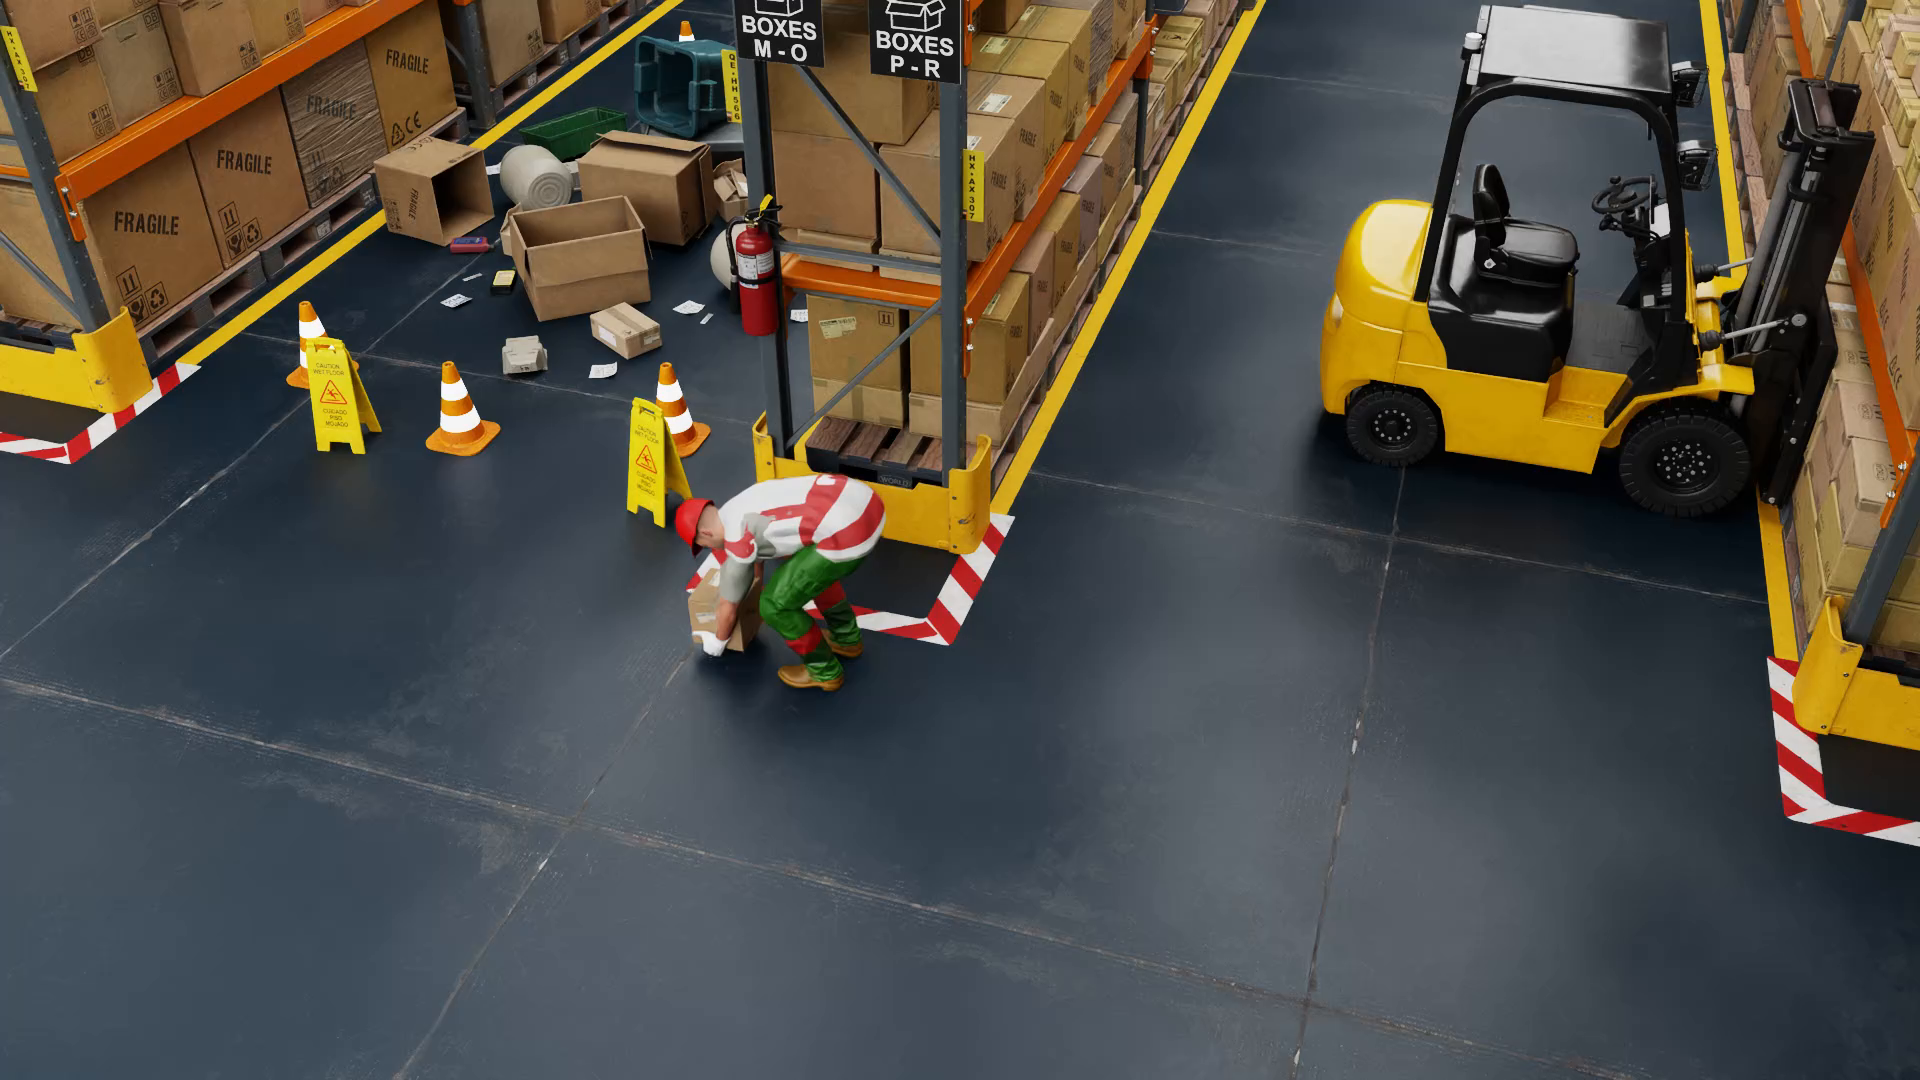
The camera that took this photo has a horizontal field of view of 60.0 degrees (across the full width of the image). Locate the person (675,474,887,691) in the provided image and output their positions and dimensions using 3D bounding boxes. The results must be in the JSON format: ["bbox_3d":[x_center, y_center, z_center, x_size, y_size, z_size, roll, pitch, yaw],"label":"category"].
[{"bbox_3d":[-0.794,0.142,7.340,0.950,0.997,0.528,9,38,12],"label":"person"}]
